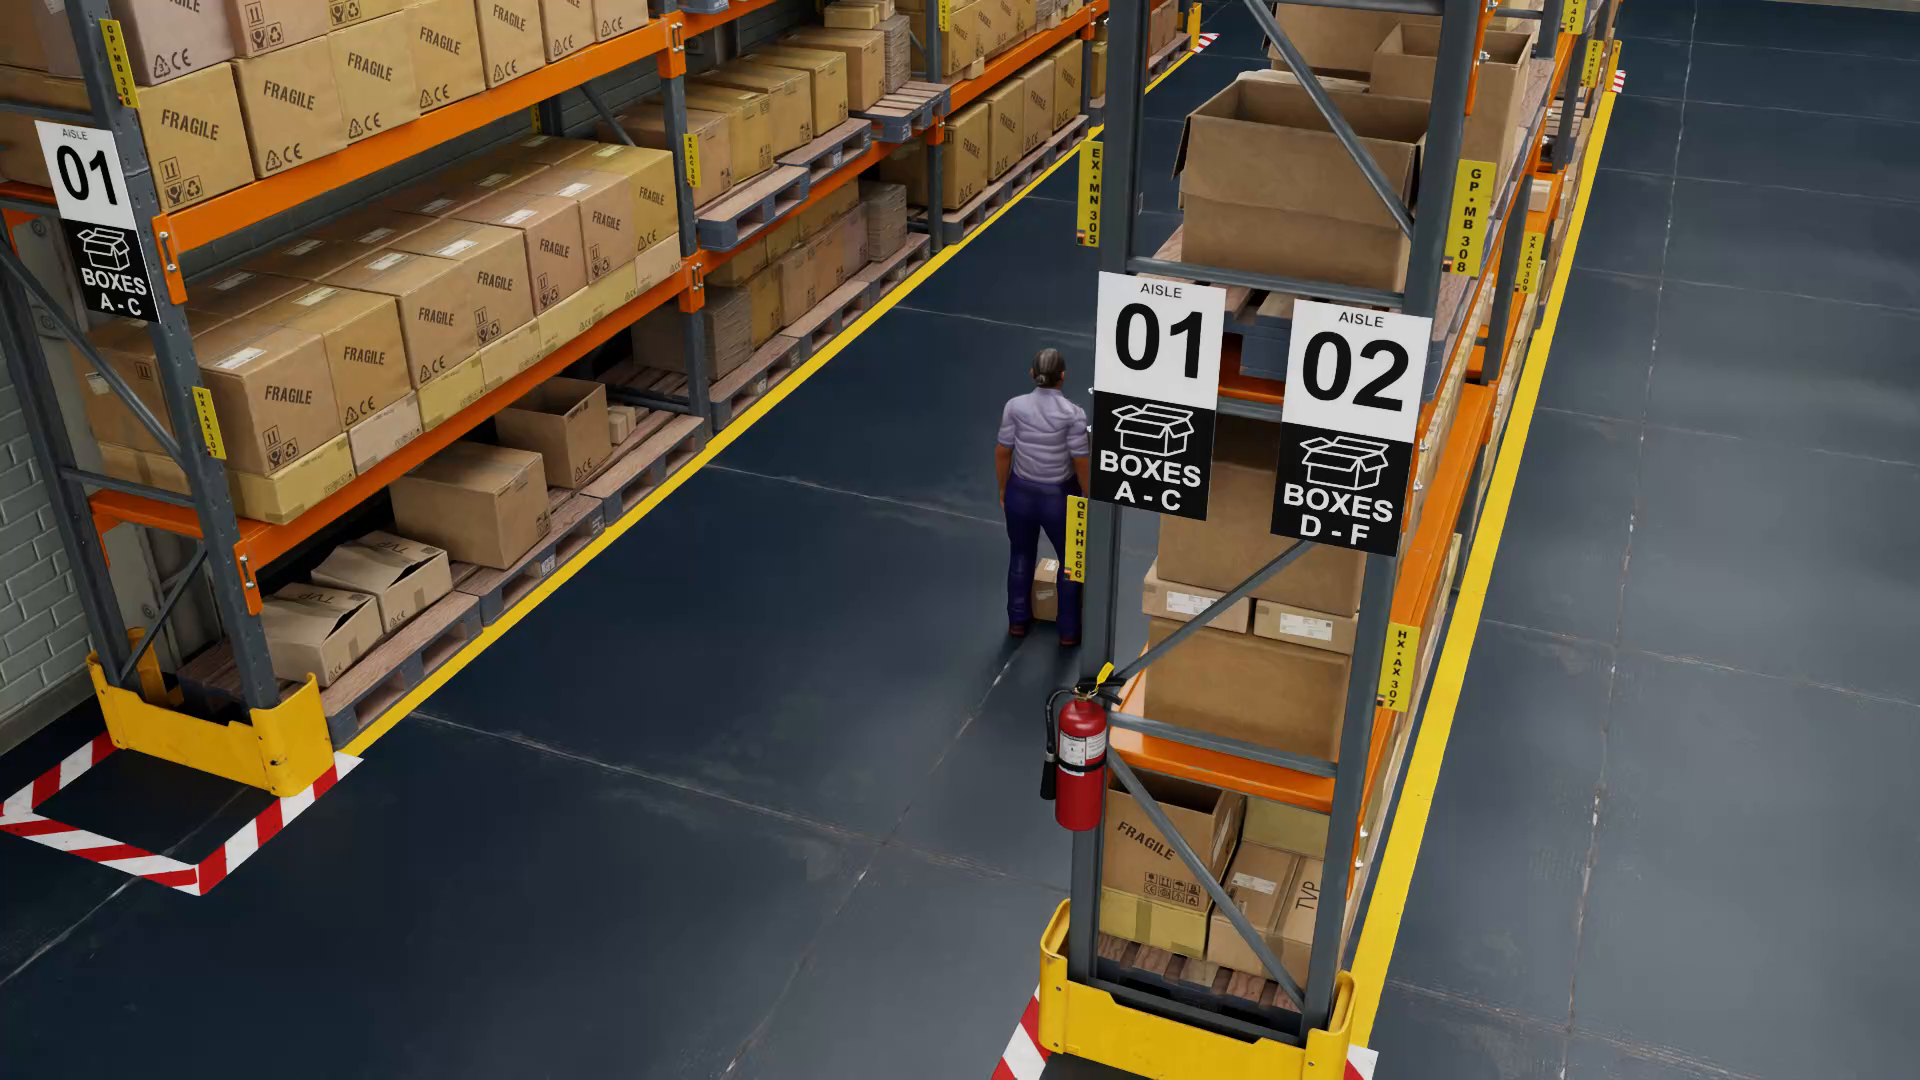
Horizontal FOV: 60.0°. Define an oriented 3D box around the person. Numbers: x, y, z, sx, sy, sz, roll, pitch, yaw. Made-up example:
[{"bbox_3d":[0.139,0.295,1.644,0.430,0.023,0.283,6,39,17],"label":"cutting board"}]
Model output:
[{"bbox_3d":[0.456,-0.213,8.771,0.556,1.652,0.367,11,32,18],"label":"person"}]
